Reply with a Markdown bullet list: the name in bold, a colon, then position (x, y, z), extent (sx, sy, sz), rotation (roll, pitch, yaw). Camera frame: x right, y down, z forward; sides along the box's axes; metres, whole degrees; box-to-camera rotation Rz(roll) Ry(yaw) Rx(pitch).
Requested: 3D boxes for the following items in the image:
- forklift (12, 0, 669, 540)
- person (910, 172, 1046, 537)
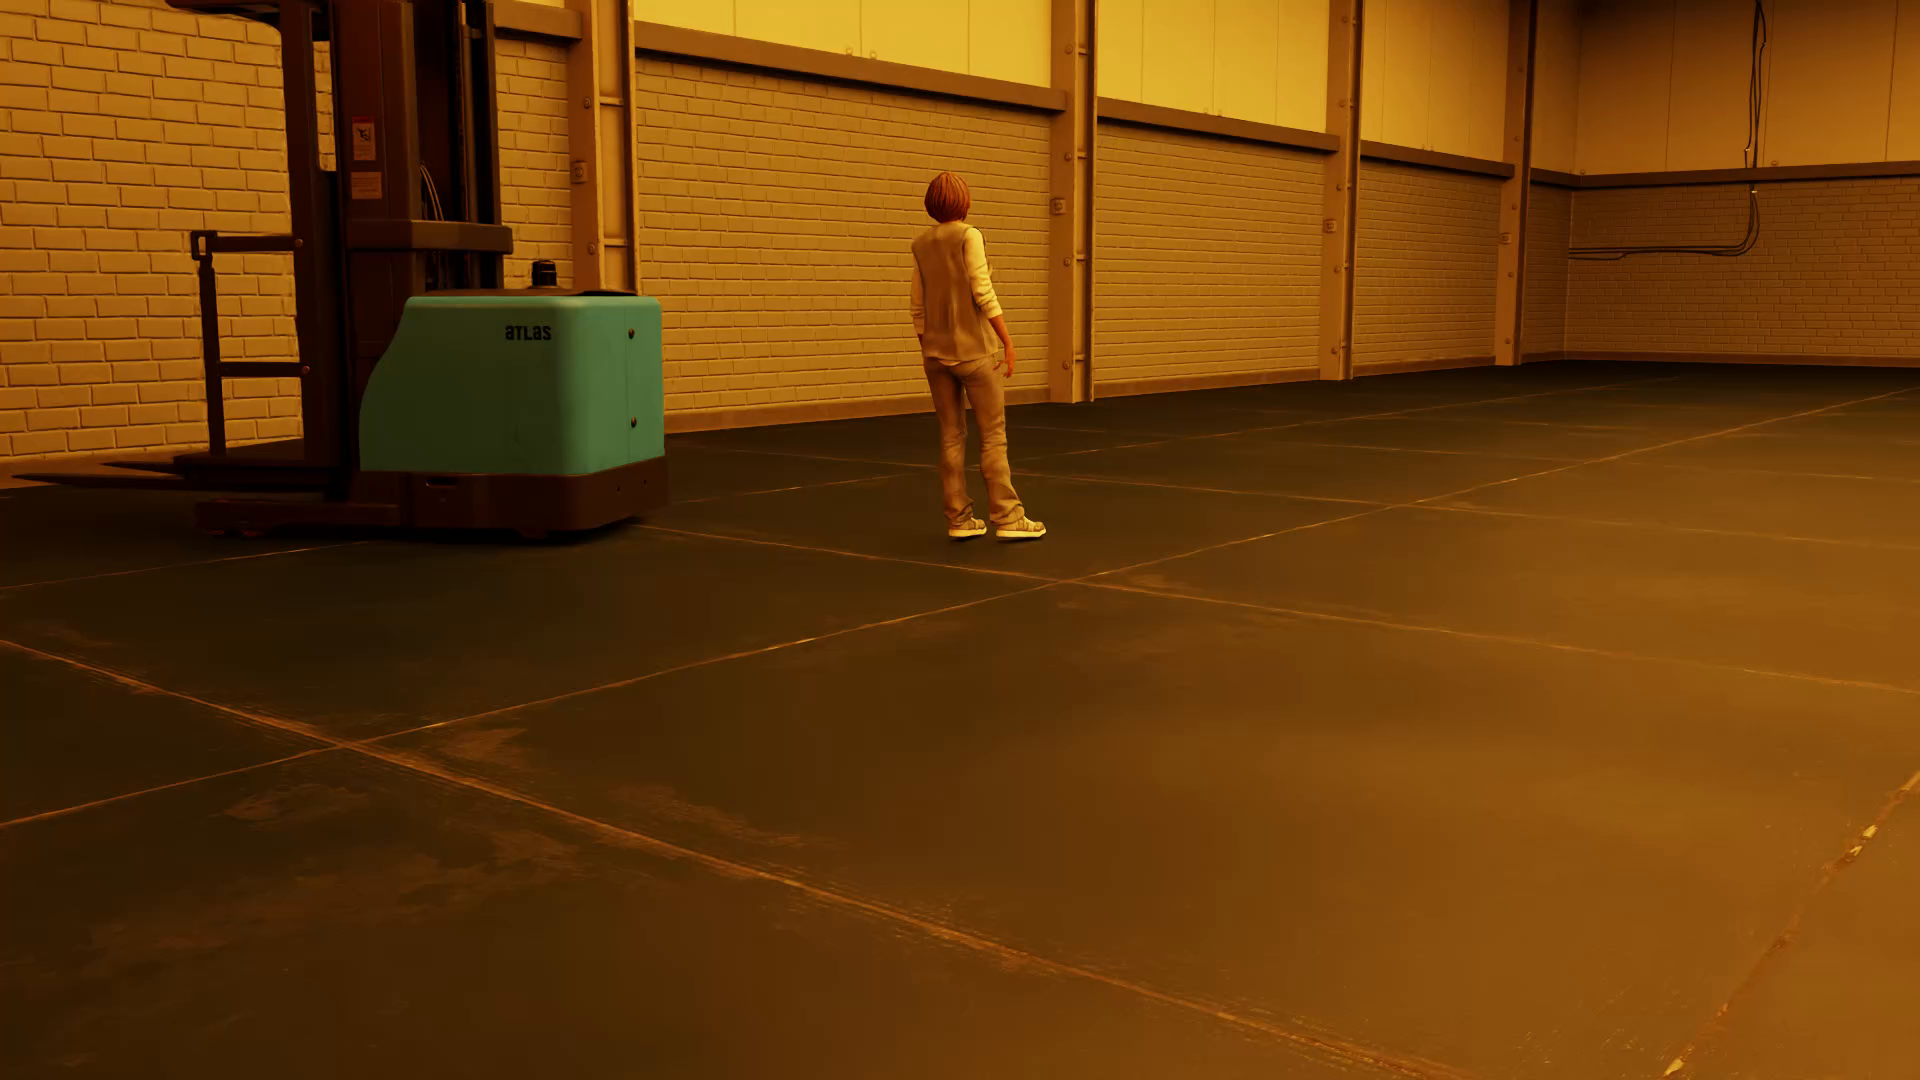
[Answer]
- **forklift**: position (-2.988, -1.536, 7.776), extent (3.031, 2.935, 1.130), rotation (2, 9, 12)
- **person**: position (0.058, -0.805, 7.336), extent (0.519, 1.598, 0.474), rotation (7, 11, 38)
